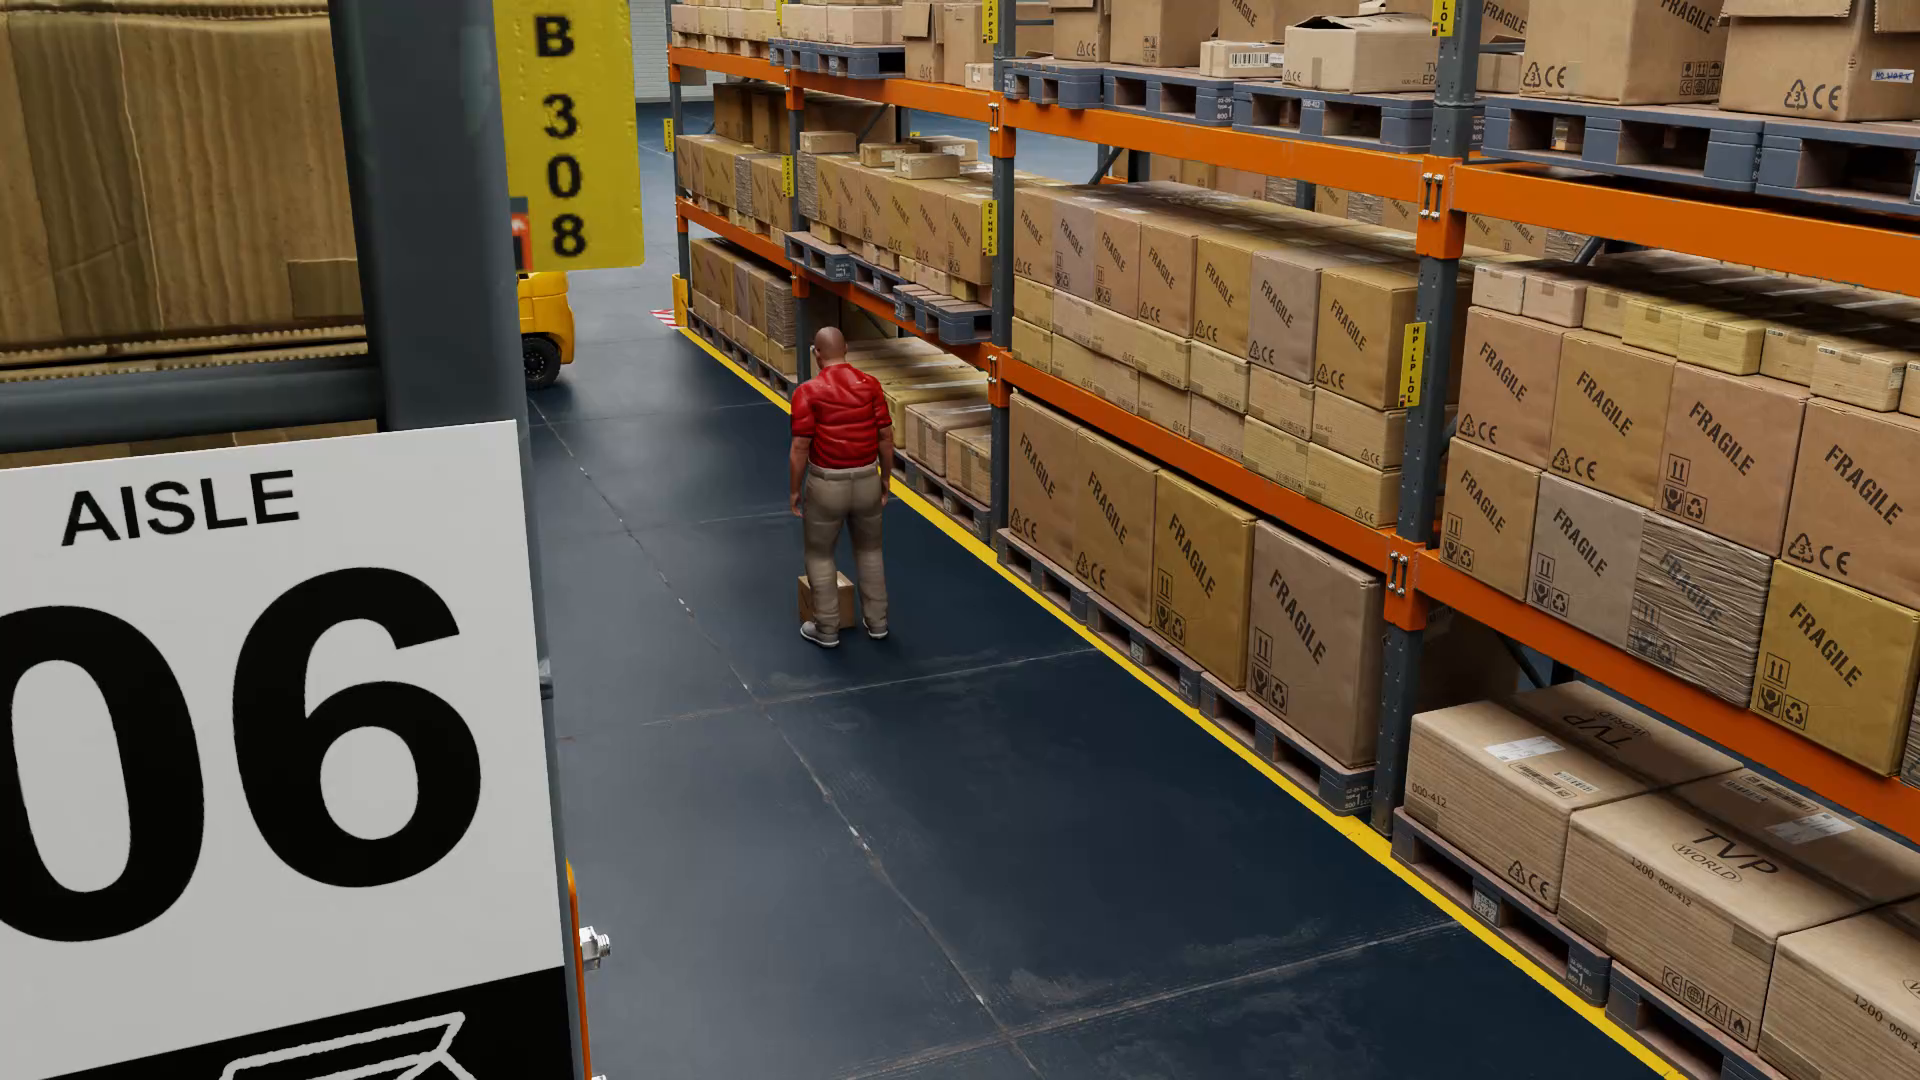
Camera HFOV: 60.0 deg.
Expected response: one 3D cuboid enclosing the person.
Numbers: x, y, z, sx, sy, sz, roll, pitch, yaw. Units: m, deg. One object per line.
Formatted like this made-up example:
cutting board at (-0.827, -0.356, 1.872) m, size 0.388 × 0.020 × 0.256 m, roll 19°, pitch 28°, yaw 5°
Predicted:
person at (-0.638, -0.279, 8.909) m, size 0.583 × 1.726 × 0.394 m, roll -8°, pitch 20°, yaw -23°
